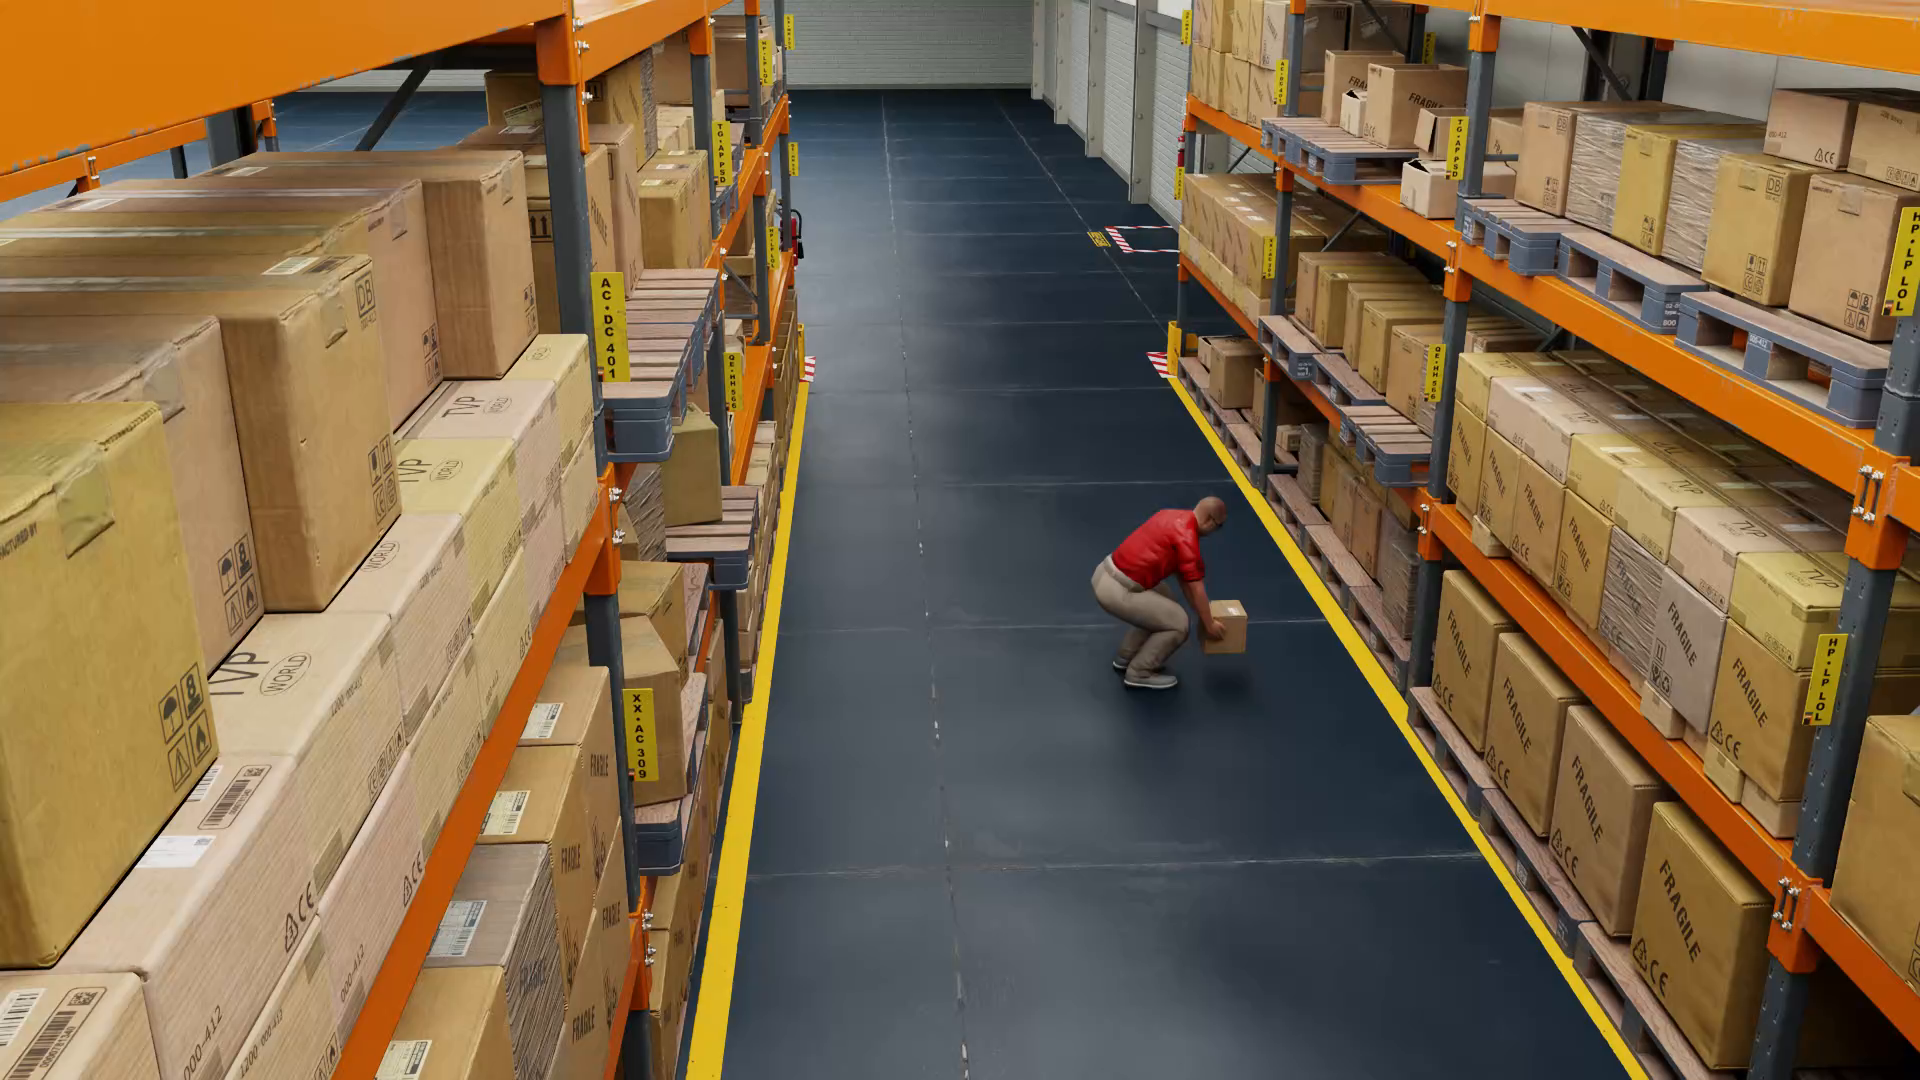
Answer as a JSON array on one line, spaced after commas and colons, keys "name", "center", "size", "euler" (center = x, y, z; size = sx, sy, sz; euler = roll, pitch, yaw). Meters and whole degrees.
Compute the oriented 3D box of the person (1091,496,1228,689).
[{"name": "person", "center": [1.206, 0.293, 10.143], "size": [0.813, 1.155, 0.573], "euler": [-1, 20, -3]}]
